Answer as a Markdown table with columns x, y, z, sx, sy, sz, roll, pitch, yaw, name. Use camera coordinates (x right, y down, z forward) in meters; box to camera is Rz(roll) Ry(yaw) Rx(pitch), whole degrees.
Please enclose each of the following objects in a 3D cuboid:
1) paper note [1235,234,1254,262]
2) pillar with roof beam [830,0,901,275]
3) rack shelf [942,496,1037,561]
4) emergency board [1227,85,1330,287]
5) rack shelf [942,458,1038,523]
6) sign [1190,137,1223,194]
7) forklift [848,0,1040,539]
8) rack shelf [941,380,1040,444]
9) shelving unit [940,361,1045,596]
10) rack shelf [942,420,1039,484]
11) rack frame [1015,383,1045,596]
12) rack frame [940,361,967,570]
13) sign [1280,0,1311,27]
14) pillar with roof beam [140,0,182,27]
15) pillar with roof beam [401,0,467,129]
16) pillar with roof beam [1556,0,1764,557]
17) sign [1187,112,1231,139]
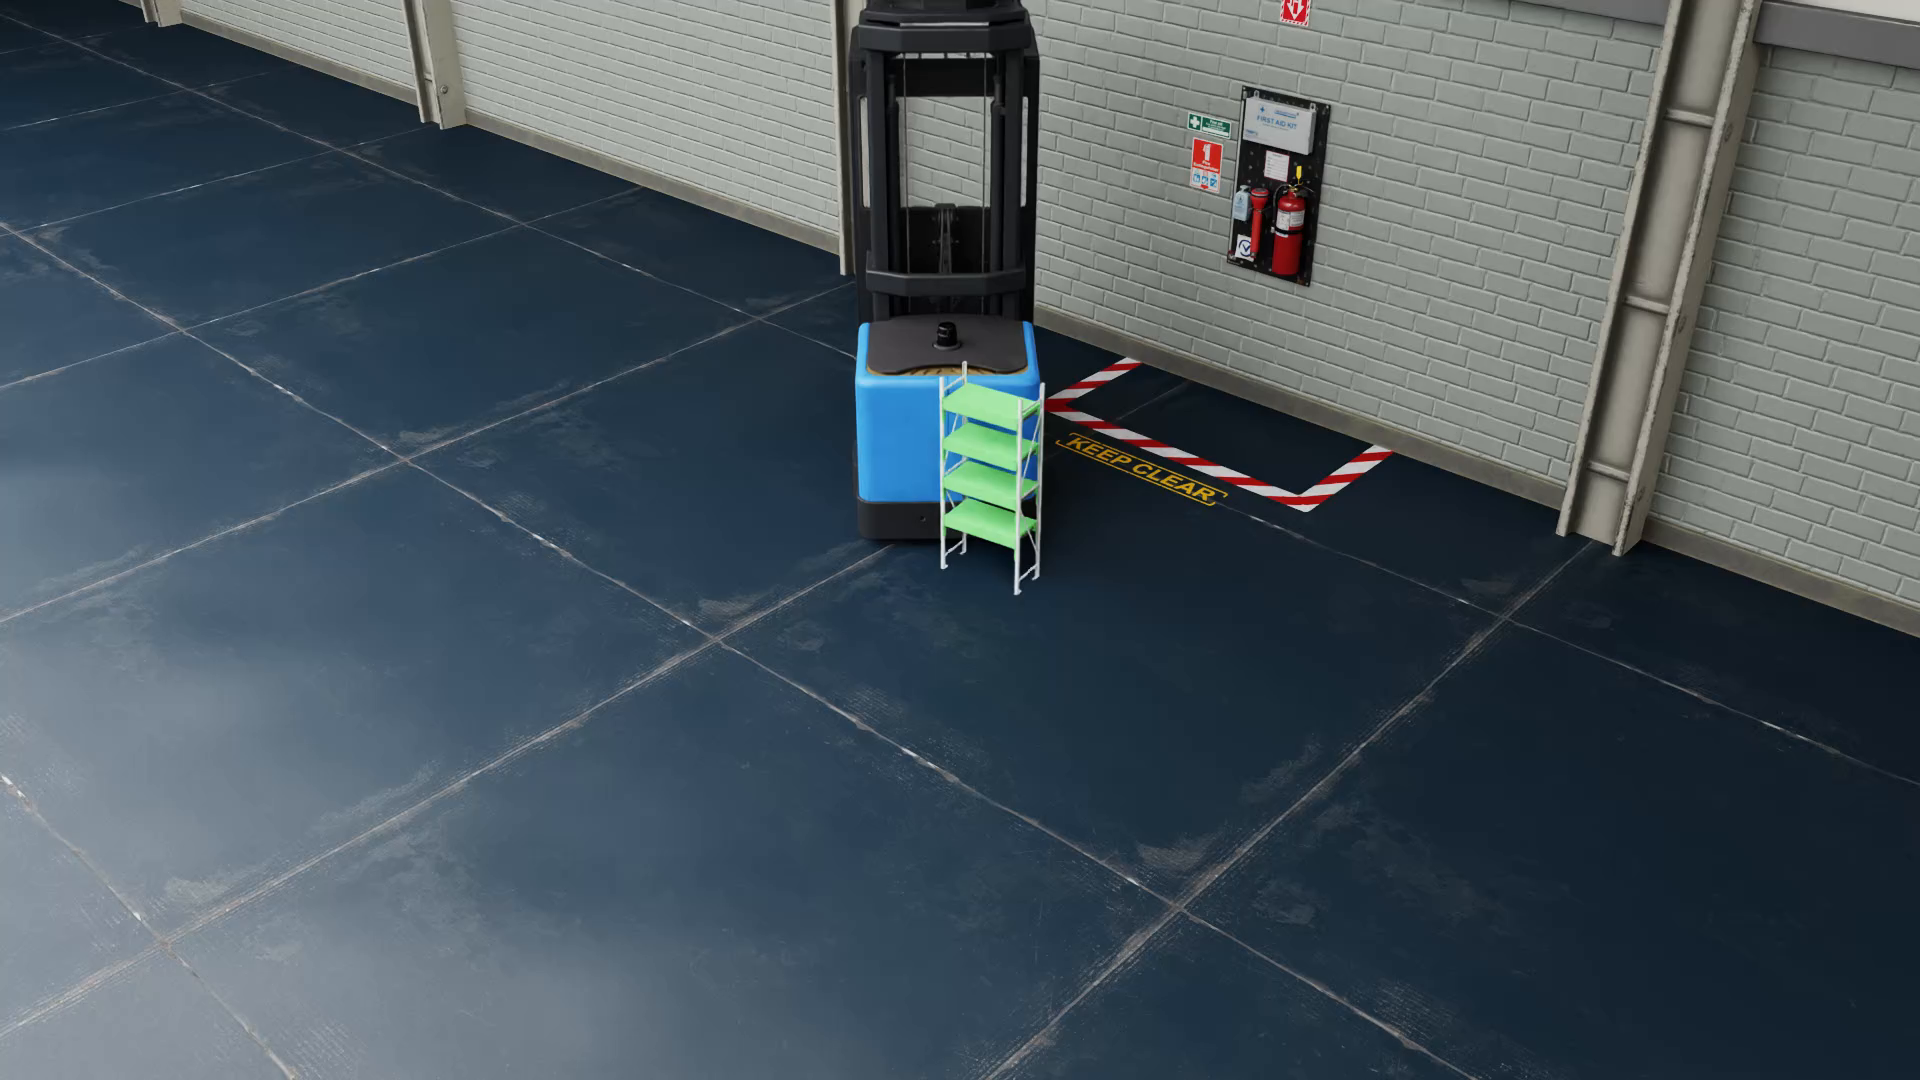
| x | y | z | sx | sy | sz | roll | pitch | yaw | name |
| --- | --- | --- | --- | --- | --- | --- | --- | --- | --- |
| 1.853 | -1.895 | 10.788 | 0.142 | 0.148 | 0.016 | 25 | 39 | 35 | paper note |
| -3.593 | -4.315 | 8.137 | 0.400 | 9.000 | 9.100 | 25 | 39 | 35 | pillar with roof beam |
| 0.170 | -0.068 | 9.233 | 0.480 | 0.148 | 0.258 | 19 | 36 | 28 | rack shelf |
| 1.938 | -2.184 | 10.415 | 0.643 | 1.169 | 0.194 | 25 | 39 | 35 | emergency board |
| 0.170 | -0.273 | 9.109 | 0.480 | 0.148 | 0.258 | 19 | 36 | 28 | rack shelf |
| 1.597 | -2.430 | 10.789 | 0.234 | 0.329 | 0.001 | 25 | 39 | 35 | sign |
| -0.096 | -1.984 | 10.148 | 1.130 | 2.935 | 3.031 | -1 | 31 | -1 | forklift |
| 0.170 | -0.684 | 8.861 | 0.480 | 0.148 | 0.258 | 19 | 36 | 28 | rack shelf |
| 0.170 | -0.328 | 9.076 | 0.503 | 1.200 | 0.258 | 19 | 36 | 28 | shelving unit |
| 0.170 | -0.479 | 8.985 | 0.480 | 0.148 | 0.258 | 19 | 36 | 28 | rack shelf |
| 0.374 | -0.259 | 8.961 | 0.015 | 1.200 | 0.240 | 19 | 36 | 28 | rack frame |
| -0.034 | -0.397 | 9.190 | 0.015 | 1.200 | 0.240 | 19 | 36 | 28 | rack frame |
| 1.999 | -3.218 | 9.885 | 0.199 | 0.298 | 0.001 | 25 | 39 | 35 | sign |
| -12.490 | -8.468 | 15.036 | 0.400 | 9.000 | 9.100 | 25 | 39 | 35 | pillar with roof beam |
| -8.041 | -6.392 | 11.587 | 0.400 | 9.000 | 9.100 | 25 | 39 | 35 | pillar with roof beam |
| 0.856 | -2.239 | 4.688 | 0.400 | 9.000 | 9.100 | 25 | 39 | 35 | pillar with roof beam |
| 1.595 | -2.653 | 10.644 | 0.331 | 0.109 | 0.001 | 25 | 39 | 35 | sign |
